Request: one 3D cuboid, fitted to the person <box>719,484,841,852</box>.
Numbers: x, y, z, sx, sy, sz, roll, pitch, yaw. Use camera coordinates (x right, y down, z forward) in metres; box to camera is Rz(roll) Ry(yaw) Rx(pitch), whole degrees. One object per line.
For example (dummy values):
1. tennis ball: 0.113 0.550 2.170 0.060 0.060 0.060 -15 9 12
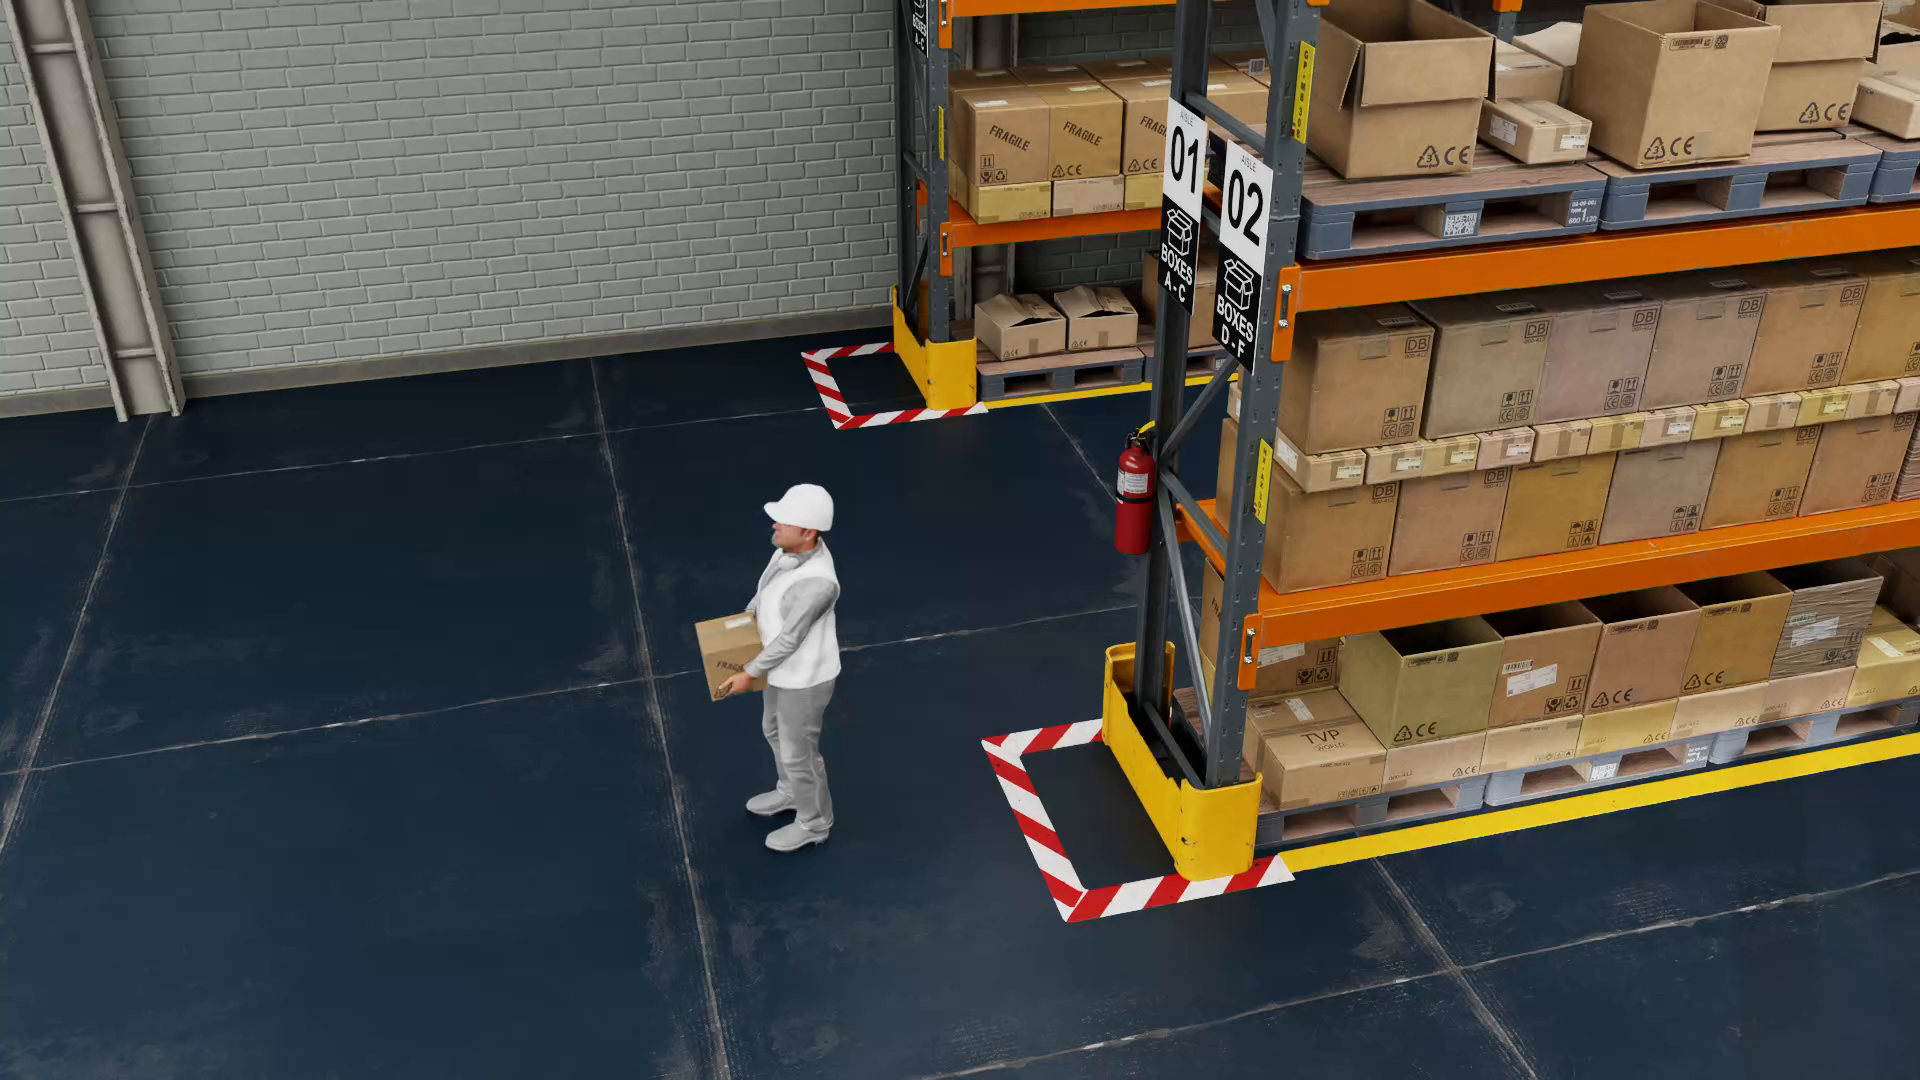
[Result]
1. person: -0.797 0.555 7.256 0.548 1.772 0.463 -8 31 -13
